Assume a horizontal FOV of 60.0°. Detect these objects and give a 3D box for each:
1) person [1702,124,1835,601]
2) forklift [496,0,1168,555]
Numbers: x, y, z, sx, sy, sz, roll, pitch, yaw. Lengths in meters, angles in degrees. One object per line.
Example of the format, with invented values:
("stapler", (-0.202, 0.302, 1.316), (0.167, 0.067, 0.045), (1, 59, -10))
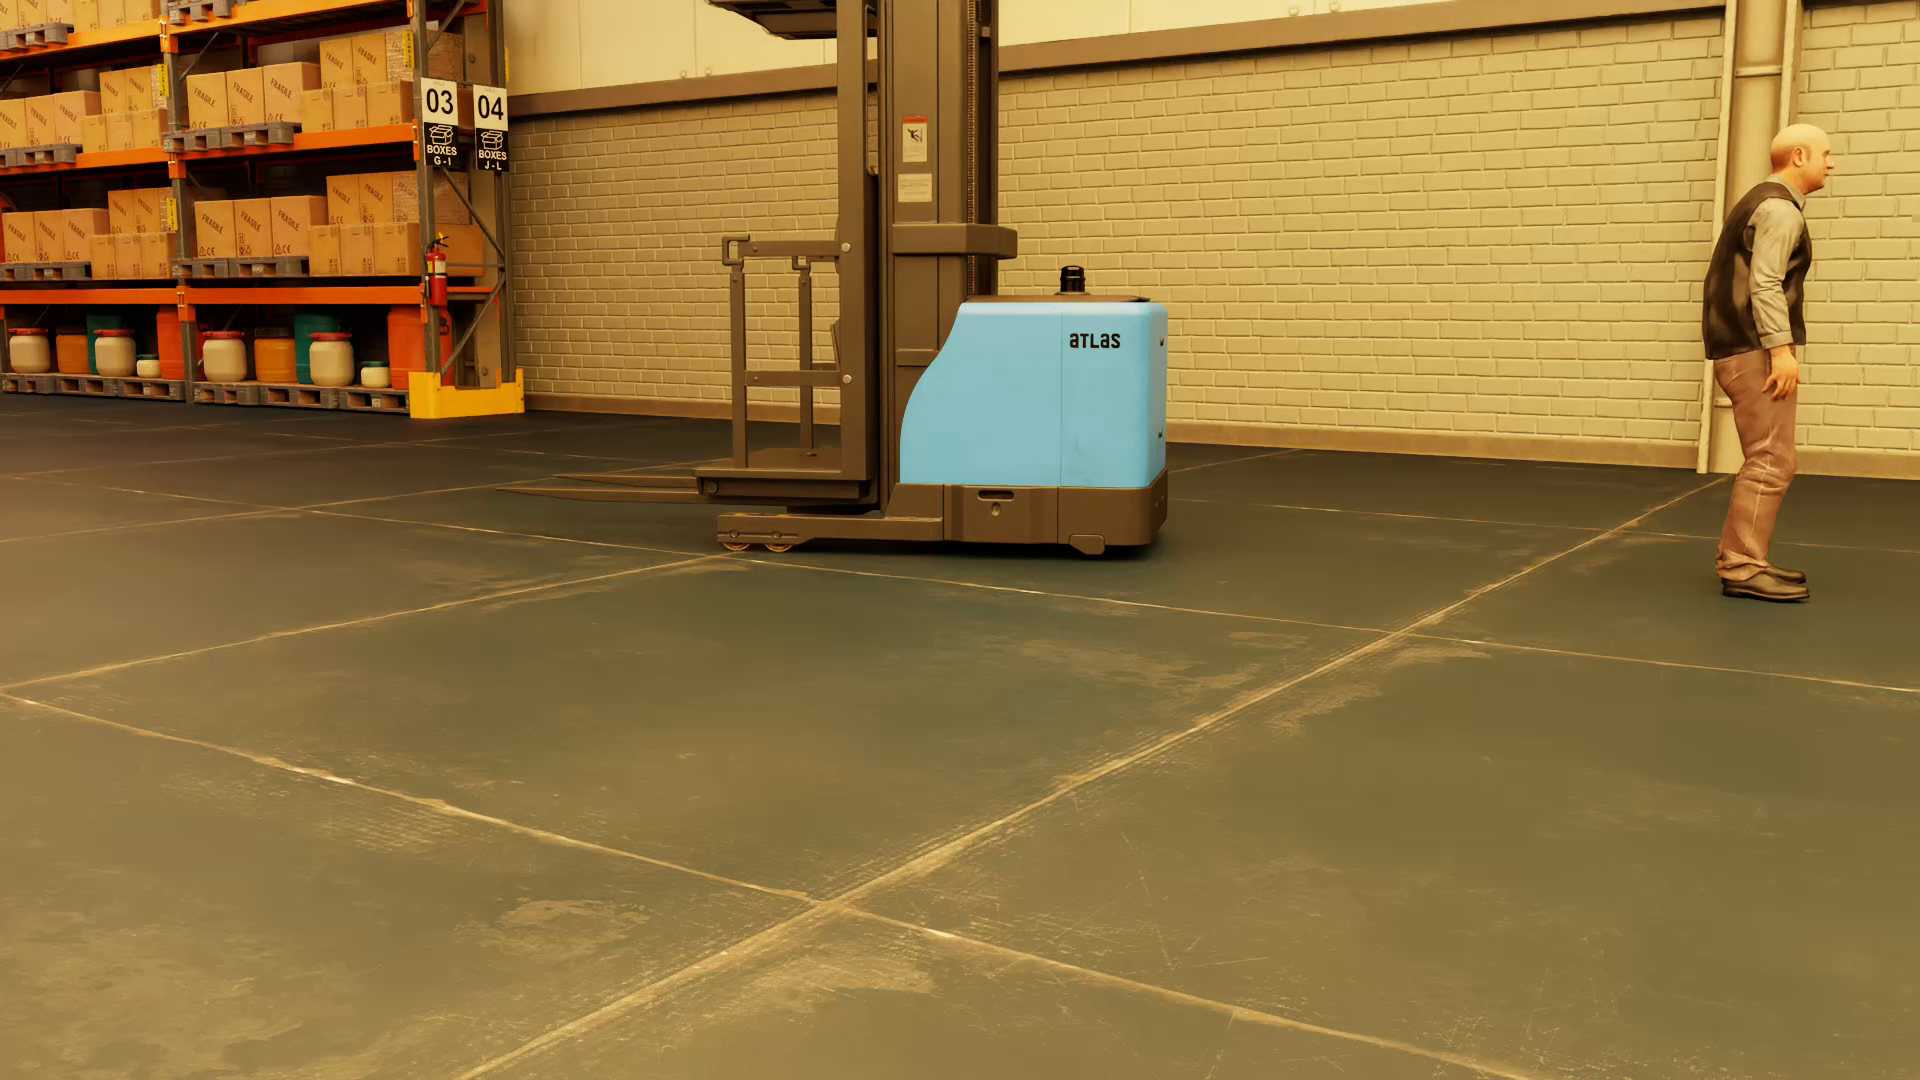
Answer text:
("person", (2.983, -0.667, 6.187), (0.426, 1.720, 0.592), (3, 9, 22))
("forklift", (-0.596, -1.469, 7.520), (3.031, 2.935, 1.130), (2, 8, 12))
